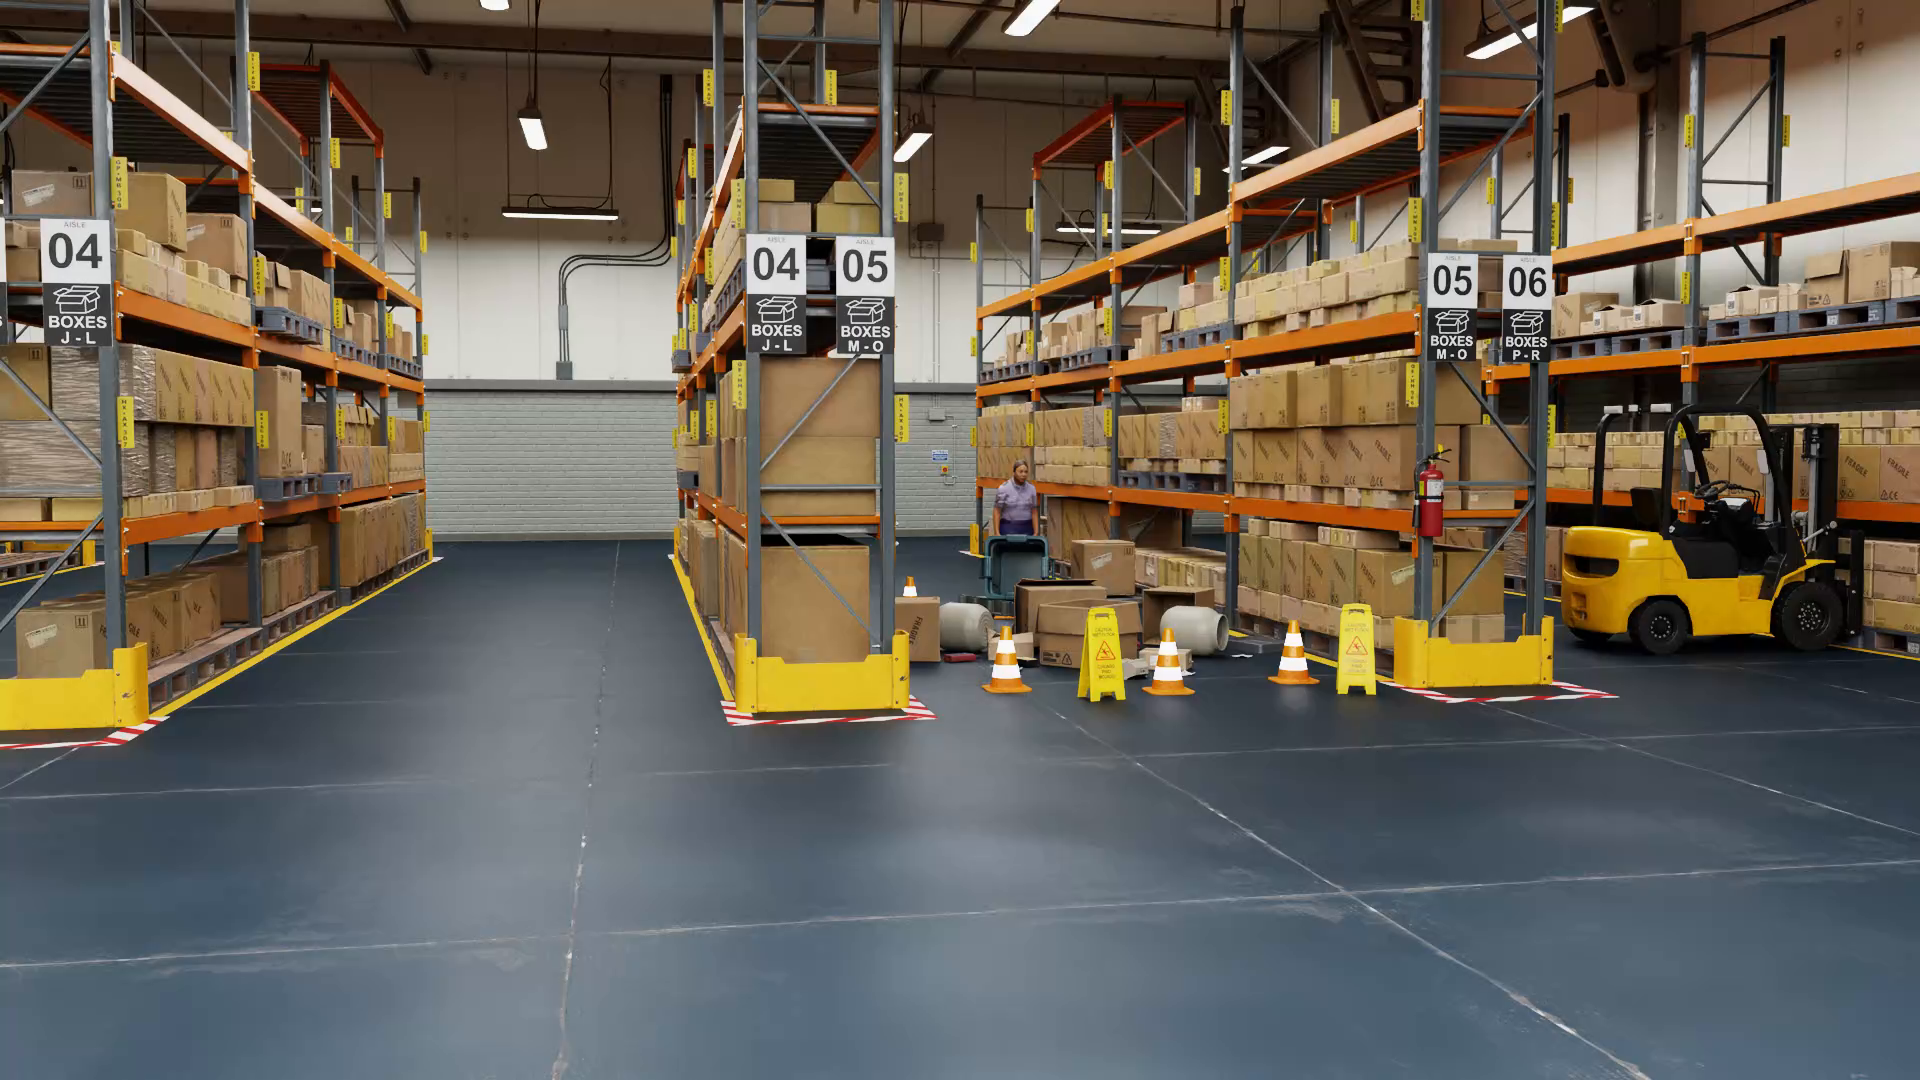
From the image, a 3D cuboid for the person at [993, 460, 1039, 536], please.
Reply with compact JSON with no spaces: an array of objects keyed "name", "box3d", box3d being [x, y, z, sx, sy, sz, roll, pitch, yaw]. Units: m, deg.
[{"name":"person","box3d":[0.607,-0.047,18.077,0.561,1.651,0.341,-1,3,-19]}]
